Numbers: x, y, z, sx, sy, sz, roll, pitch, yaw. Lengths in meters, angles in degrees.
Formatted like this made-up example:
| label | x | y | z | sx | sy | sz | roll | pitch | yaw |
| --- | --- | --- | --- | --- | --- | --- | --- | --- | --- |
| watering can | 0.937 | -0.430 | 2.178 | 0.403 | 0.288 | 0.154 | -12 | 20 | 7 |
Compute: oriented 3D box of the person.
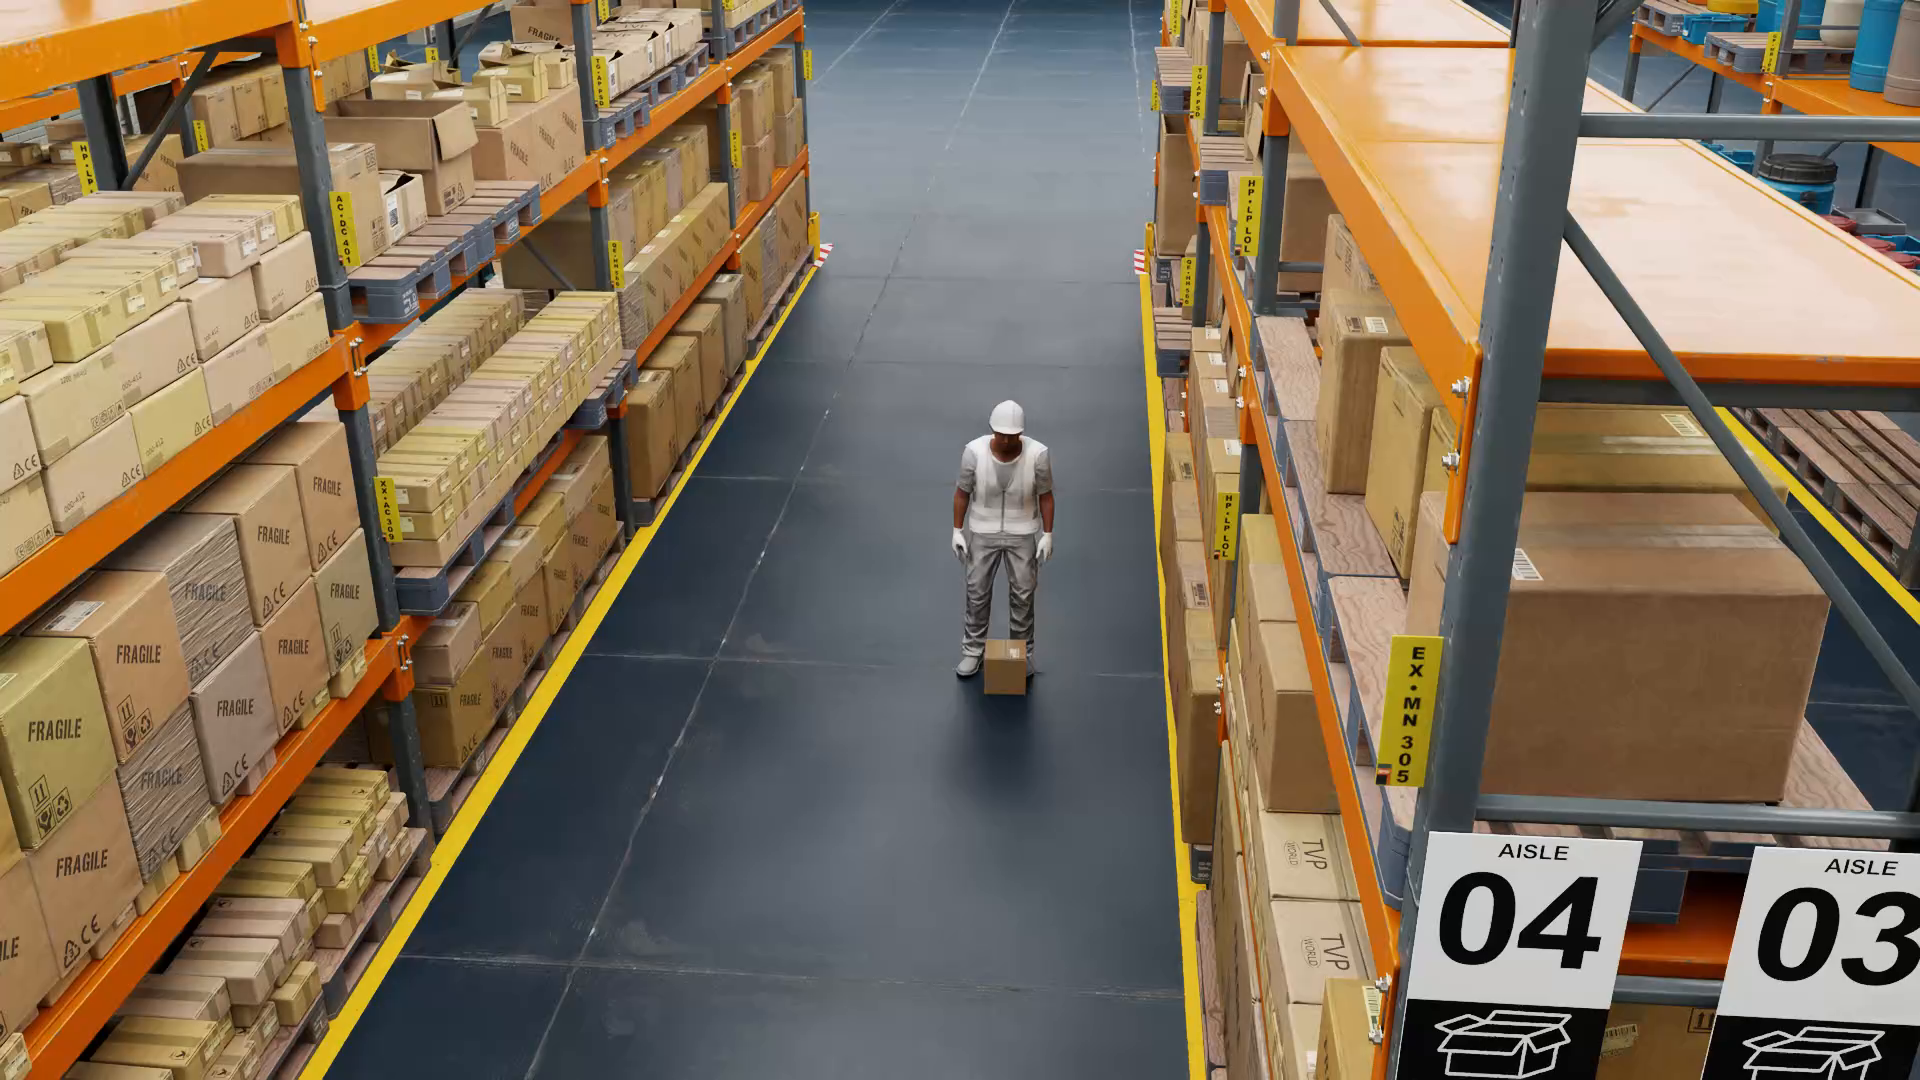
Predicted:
| label | x | y | z | sx | sy | sz | roll | pitch | yaw |
| --- | --- | --- | --- | --- | --- | --- | --- | --- | --- |
| person | 0.257 | -0.017 | 10.037 | 0.614 | 1.773 | 0.449 | 2 | 24 | 3 |
